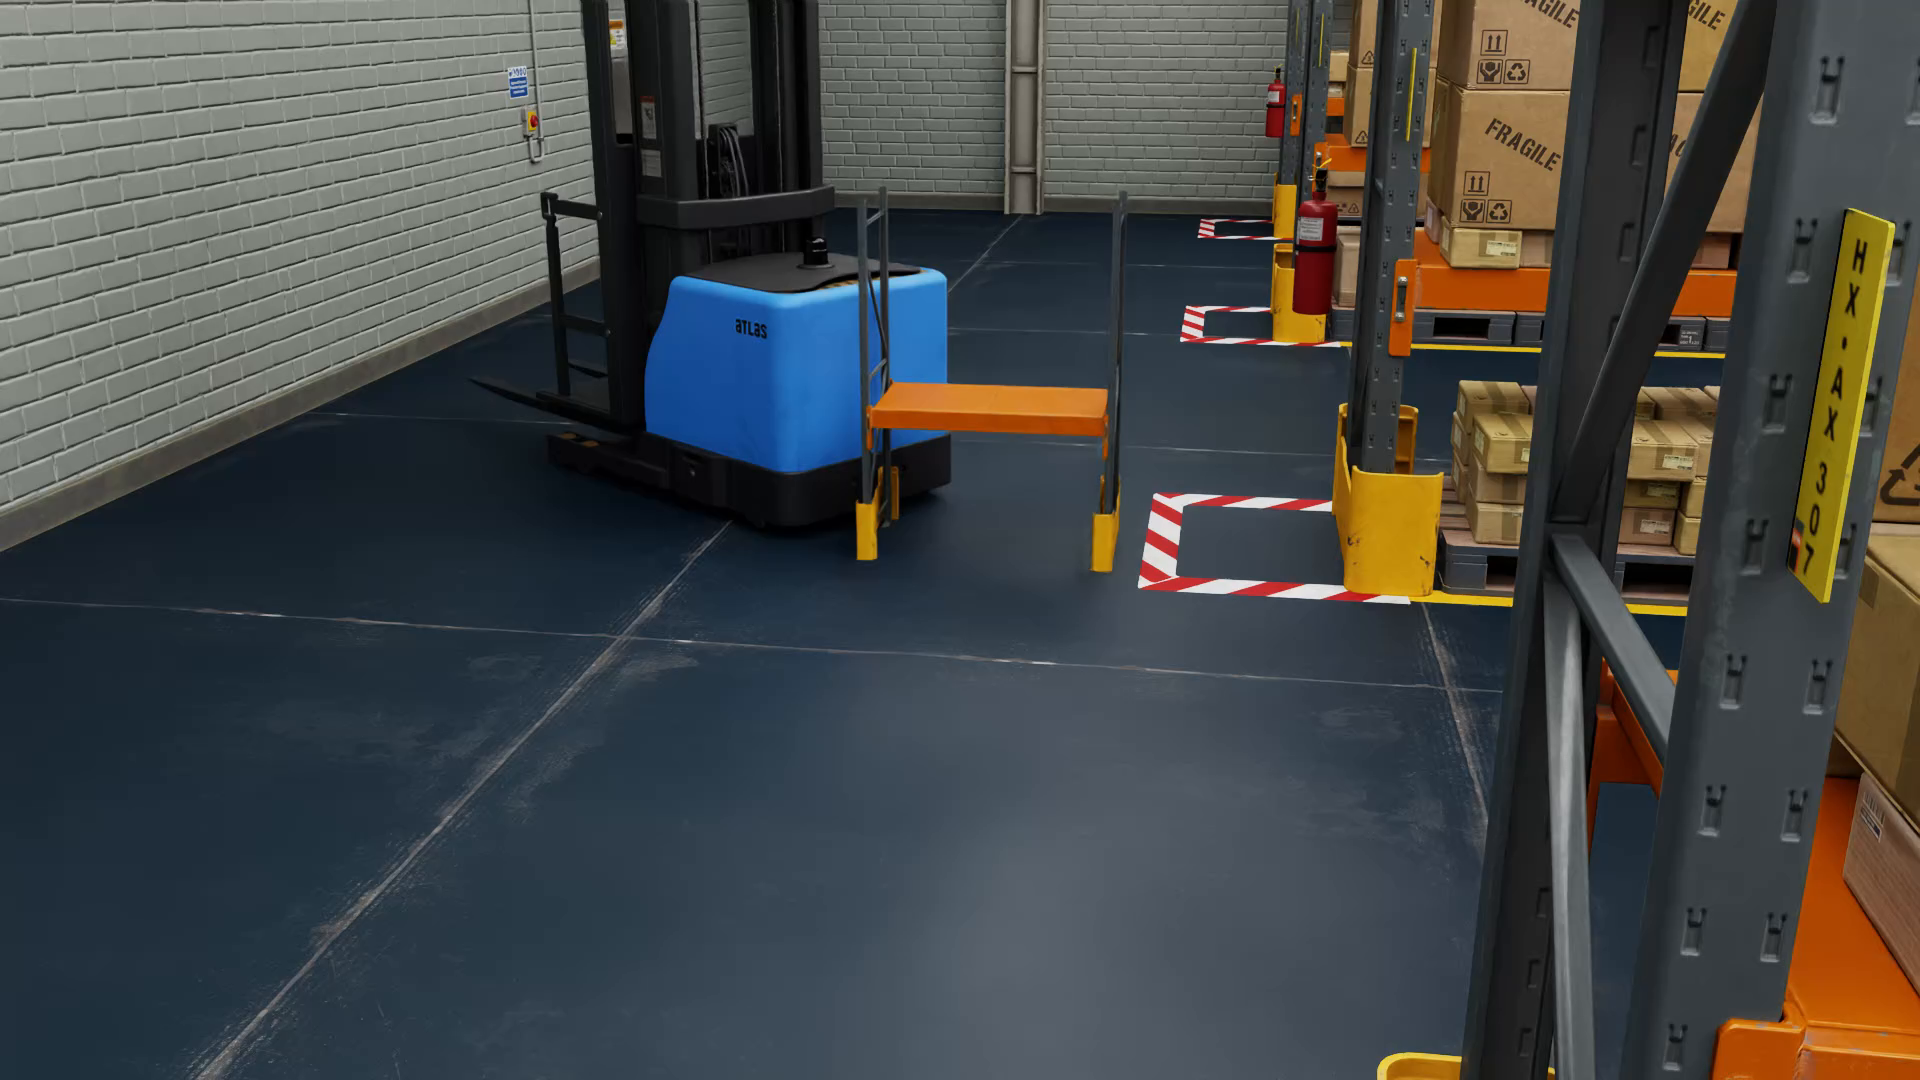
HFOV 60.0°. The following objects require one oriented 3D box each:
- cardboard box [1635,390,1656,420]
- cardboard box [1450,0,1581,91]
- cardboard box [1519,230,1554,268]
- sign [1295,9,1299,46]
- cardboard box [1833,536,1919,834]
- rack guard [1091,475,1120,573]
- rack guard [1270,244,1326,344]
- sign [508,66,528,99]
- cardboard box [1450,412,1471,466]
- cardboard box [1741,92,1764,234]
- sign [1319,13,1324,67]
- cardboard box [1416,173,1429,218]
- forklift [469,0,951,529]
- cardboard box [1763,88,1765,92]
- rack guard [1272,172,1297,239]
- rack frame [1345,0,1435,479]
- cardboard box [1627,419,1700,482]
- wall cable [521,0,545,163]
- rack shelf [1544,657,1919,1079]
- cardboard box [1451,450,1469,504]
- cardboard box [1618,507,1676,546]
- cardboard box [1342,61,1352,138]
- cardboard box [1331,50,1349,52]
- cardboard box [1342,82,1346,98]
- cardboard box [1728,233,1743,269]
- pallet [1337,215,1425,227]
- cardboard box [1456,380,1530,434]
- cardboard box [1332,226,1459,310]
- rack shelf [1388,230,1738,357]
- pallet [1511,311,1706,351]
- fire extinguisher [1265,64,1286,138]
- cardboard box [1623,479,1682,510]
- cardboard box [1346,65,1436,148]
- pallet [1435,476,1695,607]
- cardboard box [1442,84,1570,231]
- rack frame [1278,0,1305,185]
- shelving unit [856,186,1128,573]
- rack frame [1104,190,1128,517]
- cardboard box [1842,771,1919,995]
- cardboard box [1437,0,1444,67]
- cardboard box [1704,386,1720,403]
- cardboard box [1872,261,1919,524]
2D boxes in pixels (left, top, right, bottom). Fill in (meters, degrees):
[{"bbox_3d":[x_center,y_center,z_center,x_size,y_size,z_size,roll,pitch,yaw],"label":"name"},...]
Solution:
[{"bbox_3d":[2.811,-0.566,7.162,0.250,0.149,0.380,3,19,7],"label":"cardboard box"},{"bbox_3d":[2.135,-1.945,6.186,0.500,0.500,0.500,3,19,8],"label":"cardboard box"},{"bbox_3d":[2.259,-1.150,6.409,0.250,0.149,0.380,4,19,11],"label":"cardboard box"},{"bbox_3d":[3.117,-4.740,15.377,0.005,0.325,0.100,3,19,9],"label":"sign"},{"bbox_3d":[1.278,0.200,1.747,0.500,0.250,0.500,2,19,7],"label":"cardboard box"},{"bbox_3d":[0.628,-0.076,7.137,0.087,0.250,0.587,3,19,8],"label":"rack guard"},{"bbox_3d":[2.395,-1.760,11.774,0.348,0.500,1.175,3,19,9],"label":"rack guard"},{"bbox_3d":[-3.220,-3.336,12.122,0.001,0.218,0.327,3,19,9],"label":"sign"},{"bbox_3d":[2.300,-0.439,7.250,0.250,0.149,0.380,2,19,7],"label":"cardboard box"},{"bbox_3d":[3.147,-1.420,6.193,0.500,0.500,0.500,3,19,9],"label":"cardboard box"},{"bbox_3d":[2.325,-3.218,10.705,0.005,0.325,0.100,3,19,9],"label":"sign"},{"bbox_3d":[4.629,-3.397,16.007,0.500,0.500,0.700,4,19,11],"label":"cardboard box"},{"bbox_3d":[-1.443,-1.823,8.132,3.031,2.935,1.130,17,25,42],"label":"forklift"},{"bbox_3d":[3.144,-1.888,6.017,0.500,0.500,0.500,2,19,7],"label":"cardboard box"},{"bbox_3d":[3.277,-3.310,16.407,0.348,0.500,1.175,3,19,9],"label":"rack guard"},{"bbox_3d":[1.733,-1.388,6.724,0.127,3.000,1.000,3,19,9],"label":"rack frame"},{"bbox_3d":[2.717,-0.356,6.532,0.250,0.149,0.380,3,19,9],"label":"cardboard box"},{"bbox_3d":[-3.152,-3.717,12.034,0.123,1.953,0.585,3,19,9],"label":"wall cable"},{"bbox_3d":[2.822,0.603,1.909,4.000,0.370,1.077,3,19,9],"label":"rack shelf"},{"bbox_3d":[2.286,-0.274,7.226,0.250,0.149,0.380,3,19,10],"label":"cardboard box"},{"bbox_3d":[2.718,-0.111,6.738,0.250,0.149,0.380,3,19,9],"label":"cardboard box"},{"bbox_3d":[2.937,-3.050,11.533,0.500,0.500,0.500,3,19,9],"label":"cardboard box"},{"bbox_3d":[3.699,-4.629,16.178,0.500,0.250,0.500,3,19,10],"label":"cardboard box"},{"bbox_3d":[3.742,-4.279,15.761,0.250,0.149,0.380,3,19,10],"label":"cardboard box"},{"bbox_3d":[3.058,-1.128,6.344,0.250,0.149,0.380,3,19,8],"label":"cardboard box"},{"bbox_3d":[4.065,-3.133,16.334,1.213,0.211,1.003,3,19,9],"label":"pallet"},{"bbox_3d":[2.296,-0.570,7.173,0.250,0.149,0.380,3,19,9],"label":"cardboard box"},{"bbox_3d":[3.086,-1.926,11.708,0.875,0.438,0.875,2,19,7],"label":"cardboard box"},{"bbox_3d":[3.708,-0.946,6.537,4.000,0.370,1.077,3,19,9],"label":"rack shelf"},{"bbox_3d":[4.422,-1.544,11.584,1.213,0.211,1.003,3,19,9],"label":"pallet"},{"bbox_3d":[2.984,-4.148,15.683,0.183,0.674,0.296,3,19,9],"label":"fire extinguisher"},{"bbox_3d":[2.727,-0.253,6.695,0.250,0.149,0.380,3,19,9],"label":"cardboard box"},{"bbox_3d":[2.847,-2.877,11.017,0.500,0.500,0.500,3,19,8],"label":"cardboard box"},{"bbox_3d":[2.605,-0.010,7.000,1.213,0.211,1.003,3,19,9],"label":"pallet"},{"bbox_3d":[2.133,-1.467,6.335,0.500,0.500,0.500,4,19,11],"label":"cardboard box"},{"bbox_3d":[3.202,-4.499,16.022,0.127,3.000,1.000,3,19,9],"label":"rack frame"},{"bbox_3d":[0.135,-0.692,7.008,1.083,1.500,0.587,3,19,8],"label":"shelving unit"},{"bbox_3d":[0.647,-0.668,6.936,0.032,1.500,0.500,3,19,8],"label":"rack frame"},{"bbox_3d":[1.145,0.401,1.773,0.250,0.149,0.380,3,19,9],"label":"cardboard box"},{"bbox_3d":[3.359,-3.328,10.790,0.500,0.500,0.500,2,19,7],"label":"cardboard box"},{"bbox_3d":[3.331,-0.537,7.075,0.250,0.149,0.380,4,19,11],"label":"cardboard box"},{"bbox_3d":[1.370,-0.323,2.126,0.500,0.500,0.500,3,19,9],"label":"cardboard box"}]
